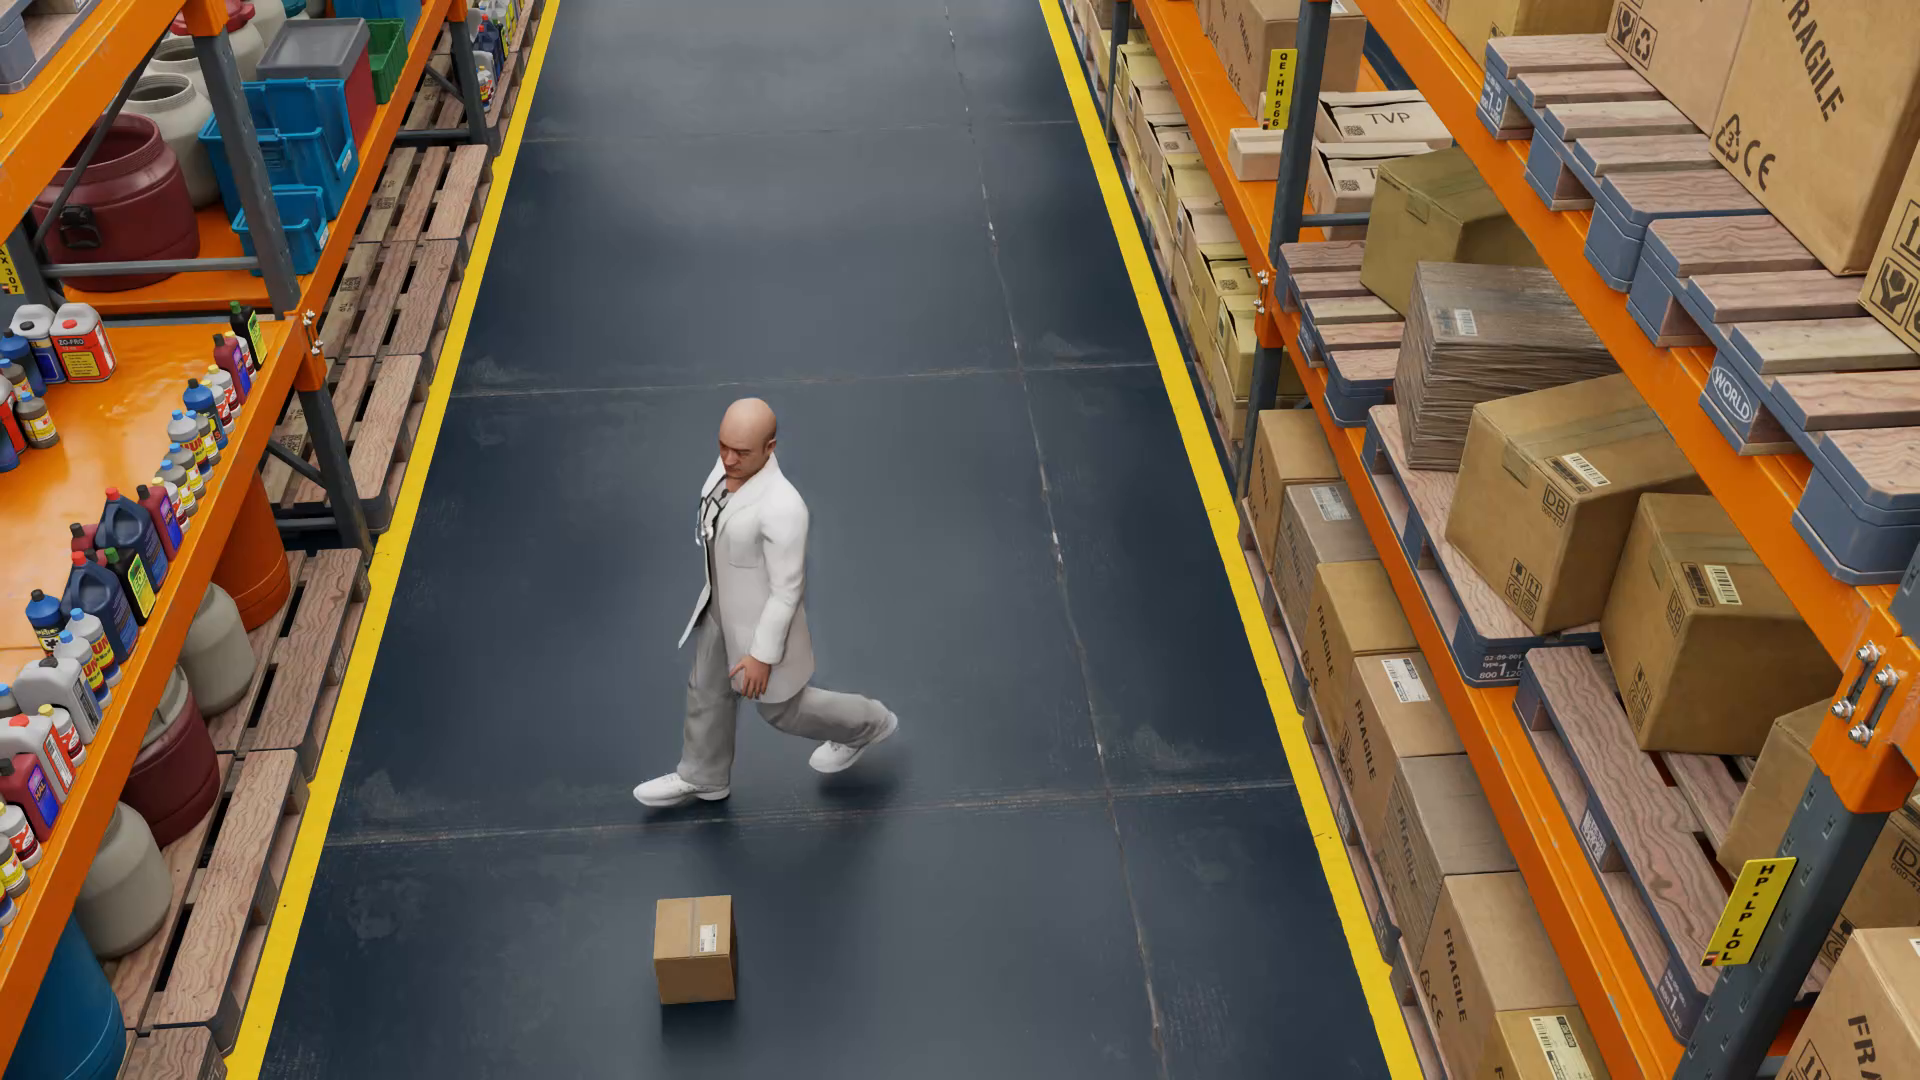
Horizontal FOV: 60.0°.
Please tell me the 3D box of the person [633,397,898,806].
[{"bbox_3d":[-0.728,0.253,5.848,1.012,1.756,0.630,-18,42,-21],"label":"person"}]
